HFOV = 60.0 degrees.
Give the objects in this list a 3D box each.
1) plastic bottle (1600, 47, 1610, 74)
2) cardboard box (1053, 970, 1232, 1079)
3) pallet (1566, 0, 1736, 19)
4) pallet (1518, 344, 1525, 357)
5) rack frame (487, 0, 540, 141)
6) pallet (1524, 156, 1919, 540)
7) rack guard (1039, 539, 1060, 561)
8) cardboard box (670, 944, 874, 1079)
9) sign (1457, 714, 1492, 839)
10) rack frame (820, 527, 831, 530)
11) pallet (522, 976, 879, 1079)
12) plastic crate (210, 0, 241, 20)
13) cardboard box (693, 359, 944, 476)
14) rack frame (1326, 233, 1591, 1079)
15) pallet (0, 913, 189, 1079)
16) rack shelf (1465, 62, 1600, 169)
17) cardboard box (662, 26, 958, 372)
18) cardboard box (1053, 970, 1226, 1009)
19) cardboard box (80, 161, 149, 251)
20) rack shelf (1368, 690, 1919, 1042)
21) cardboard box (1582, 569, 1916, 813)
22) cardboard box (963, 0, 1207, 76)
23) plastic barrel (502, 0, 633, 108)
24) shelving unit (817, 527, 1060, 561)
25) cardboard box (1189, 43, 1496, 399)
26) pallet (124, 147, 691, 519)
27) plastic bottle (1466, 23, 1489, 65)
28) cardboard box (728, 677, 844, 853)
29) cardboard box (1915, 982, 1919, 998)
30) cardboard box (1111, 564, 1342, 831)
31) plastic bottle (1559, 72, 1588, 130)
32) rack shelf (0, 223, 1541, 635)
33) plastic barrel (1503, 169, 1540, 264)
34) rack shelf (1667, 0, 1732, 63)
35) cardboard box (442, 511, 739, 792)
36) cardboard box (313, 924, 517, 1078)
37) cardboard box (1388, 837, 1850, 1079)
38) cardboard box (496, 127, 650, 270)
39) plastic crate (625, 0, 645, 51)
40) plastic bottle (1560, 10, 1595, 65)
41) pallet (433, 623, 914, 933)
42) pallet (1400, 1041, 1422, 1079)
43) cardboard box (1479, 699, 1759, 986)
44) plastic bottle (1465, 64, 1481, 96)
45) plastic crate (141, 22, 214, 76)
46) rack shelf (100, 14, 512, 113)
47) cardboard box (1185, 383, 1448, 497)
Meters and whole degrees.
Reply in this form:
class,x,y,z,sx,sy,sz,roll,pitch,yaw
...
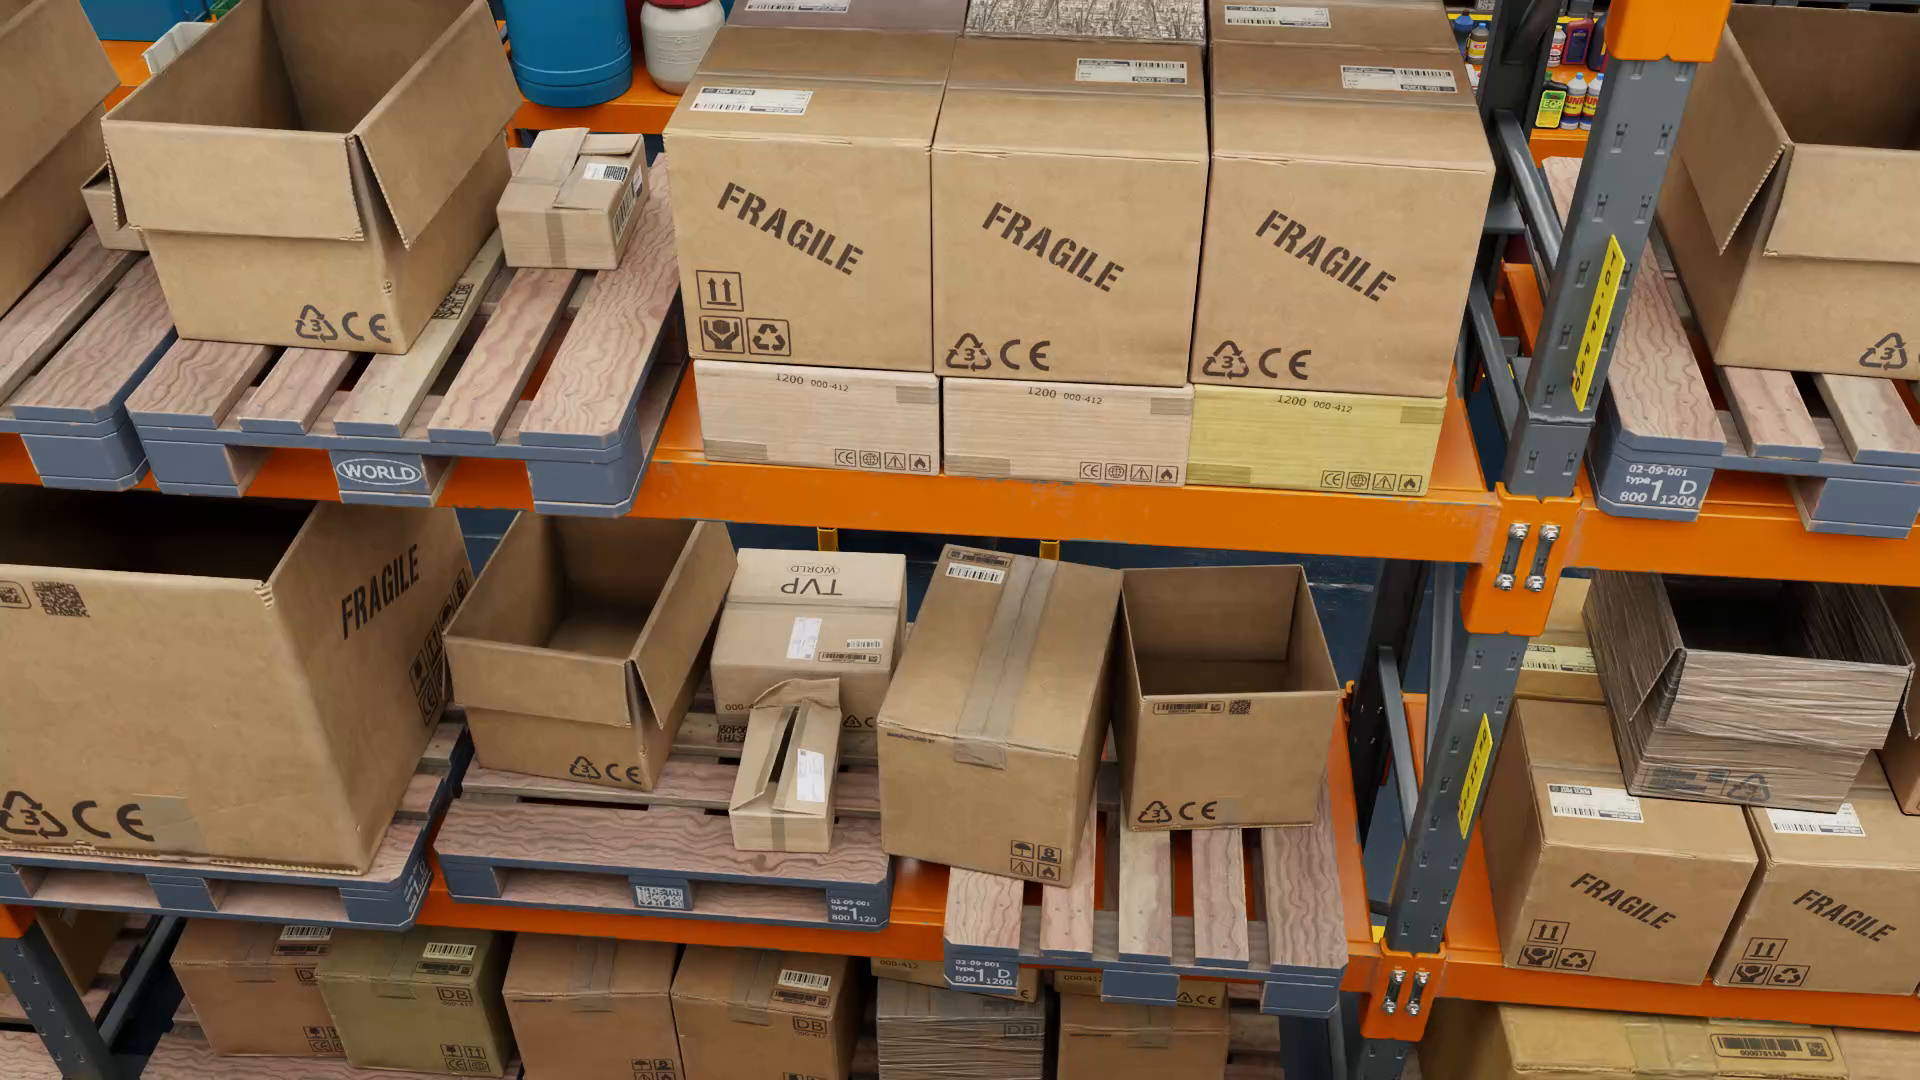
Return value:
class,x,y,z,sx,sy,sz,roll,pitch,yaw
plastic bottle,3.404,-2.529,8.573,0.133,0.283,0.061,3,39,4
cardboard box,0.557,1.399,5.287,0.500,0.500,0.700,1,39,1
pallet,5.256,-4.327,12.899,1.213,0.211,1.003,3,39,4
pallet,3.655,-1.325,9.210,1.213,0.211,1.003,3,39,4
rack frame,-2.331,-2.709,8.702,0.127,3.000,1.000,3,39,4
pallet,1.872,-0.464,3.718,1.003,0.211,1.213,5,39,6
rack guard,0.420,-0.074,7.643,0.087,0.250,0.587,3,39,4
cardboard box,-0.562,1.350,5.347,0.500,0.500,0.700,6,40,8
sign,1.189,0.548,3.847,0.005,0.325,0.100,3,39,4
rack frame,-0.591,-0.614,7.316,0.032,1.500,0.500,3,39,4
pallet,-0.764,1.594,5.624,1.213,0.211,1.003,3,39,4
plastic crate,-3.659,-2.878,9.078,0.662,0.188,0.450,3,39,4
cardboard box,-0.264,-0.400,3.608,0.500,0.250,0.500,4,39,5
rack frame,1.226,0.624,4.607,0.127,3.000,1.000,3,39,4
pallet,-3.431,1.473,5.773,1.213,0.211,1.003,3,39,4
rack shelf,3.646,-2.103,8.527,4.000,0.370,1.077,3,39,4
cardboard box,-0.274,-0.698,3.380,0.500,0.500,0.500,4,39,5
cardboard box,0.556,1.114,5.042,0.500,0.250,0.500,5,39,6
cardboard box,-1.814,-0.880,3.852,0.258,0.266,0.396,4,39,5
rack shelf,3.219,1.012,4.700,4.000,0.370,1.077,3,39,4
cardboard box,1.953,0.246,4.197,0.637,0.503,0.797,4,39,5
cardboard box,0.275,-0.989,3.738,0.500,0.500,0.500,3,39,4
plastic barrel,-1.973,-2.692,8.284,0.708,0.901,0.600,3,39,4
shelving unit,-0.076,-0.586,7.282,1.083,1.500,0.587,3,39,4
cardboard box,0.729,-0.641,3.309,0.500,0.500,0.500,4,39,5
pallet,-1.119,-0.529,3.796,1.003,0.211,1.213,3,39,4
plastic bottle,2.728,-2.614,8.743,0.097,0.201,0.097,0,39,0
cardboard box,-0.458,0.592,4.420,0.258,0.266,0.396,2,39,3
cardboard box,2.712,0.835,4.268,0.500,0.500,0.500,2,39,3
cardboard box,0.685,0.418,4.448,0.500,0.500,0.500,-1,39,-2
plastic bottle,2.994,-2.146,8.112,0.097,0.271,0.097,0,39,0
rack shelf,-0.766,-0.369,4.021,4.000,0.370,1.077,3,39,4
plastic barrel,3.268,-1.641,8.968,0.708,0.588,0.600,3,39,4
rack shelf,3.219,-1.160,2.933,4.000,0.370,1.077,3,39,4
cardboard box,-1.024,0.240,4.665,0.637,0.503,0.797,7,40,8
cardboard box,-1.675,1.290,5.421,0.500,0.500,0.700,3,39,4
cardboard box,1.912,1.336,5.083,0.875,0.875,1.225,1,39,2
cardboard box,-0.882,-0.790,3.821,0.250,0.166,0.380,2,39,3
plastic crate,-1.823,-2.900,8.886,0.583,0.464,0.402,3,39,4
plastic bottle,3.232,-2.630,8.697,0.133,0.283,0.061,3,39,4
pallet,-0.749,0.616,4.768,1.213,0.211,1.003,3,39,4
pallet,2.005,1.796,5.376,1.213,0.211,1.003,3,39,4
cardboard box,1.687,0.783,4.333,0.500,0.500,0.500,4,39,5
plastic bottle,2.518,-2.191,8.164,0.135,0.276,0.152,3,39,4
plastic crate,-3.971,-2.536,8.698,0.437,0.136,0.530,3,39,4
rack shelf,-4.324,-2.539,9.063,4.000,0.370,1.077,3,39,4
cardboard box,0.732,-0.353,3.550,0.500,0.250,0.500,3,39,4
